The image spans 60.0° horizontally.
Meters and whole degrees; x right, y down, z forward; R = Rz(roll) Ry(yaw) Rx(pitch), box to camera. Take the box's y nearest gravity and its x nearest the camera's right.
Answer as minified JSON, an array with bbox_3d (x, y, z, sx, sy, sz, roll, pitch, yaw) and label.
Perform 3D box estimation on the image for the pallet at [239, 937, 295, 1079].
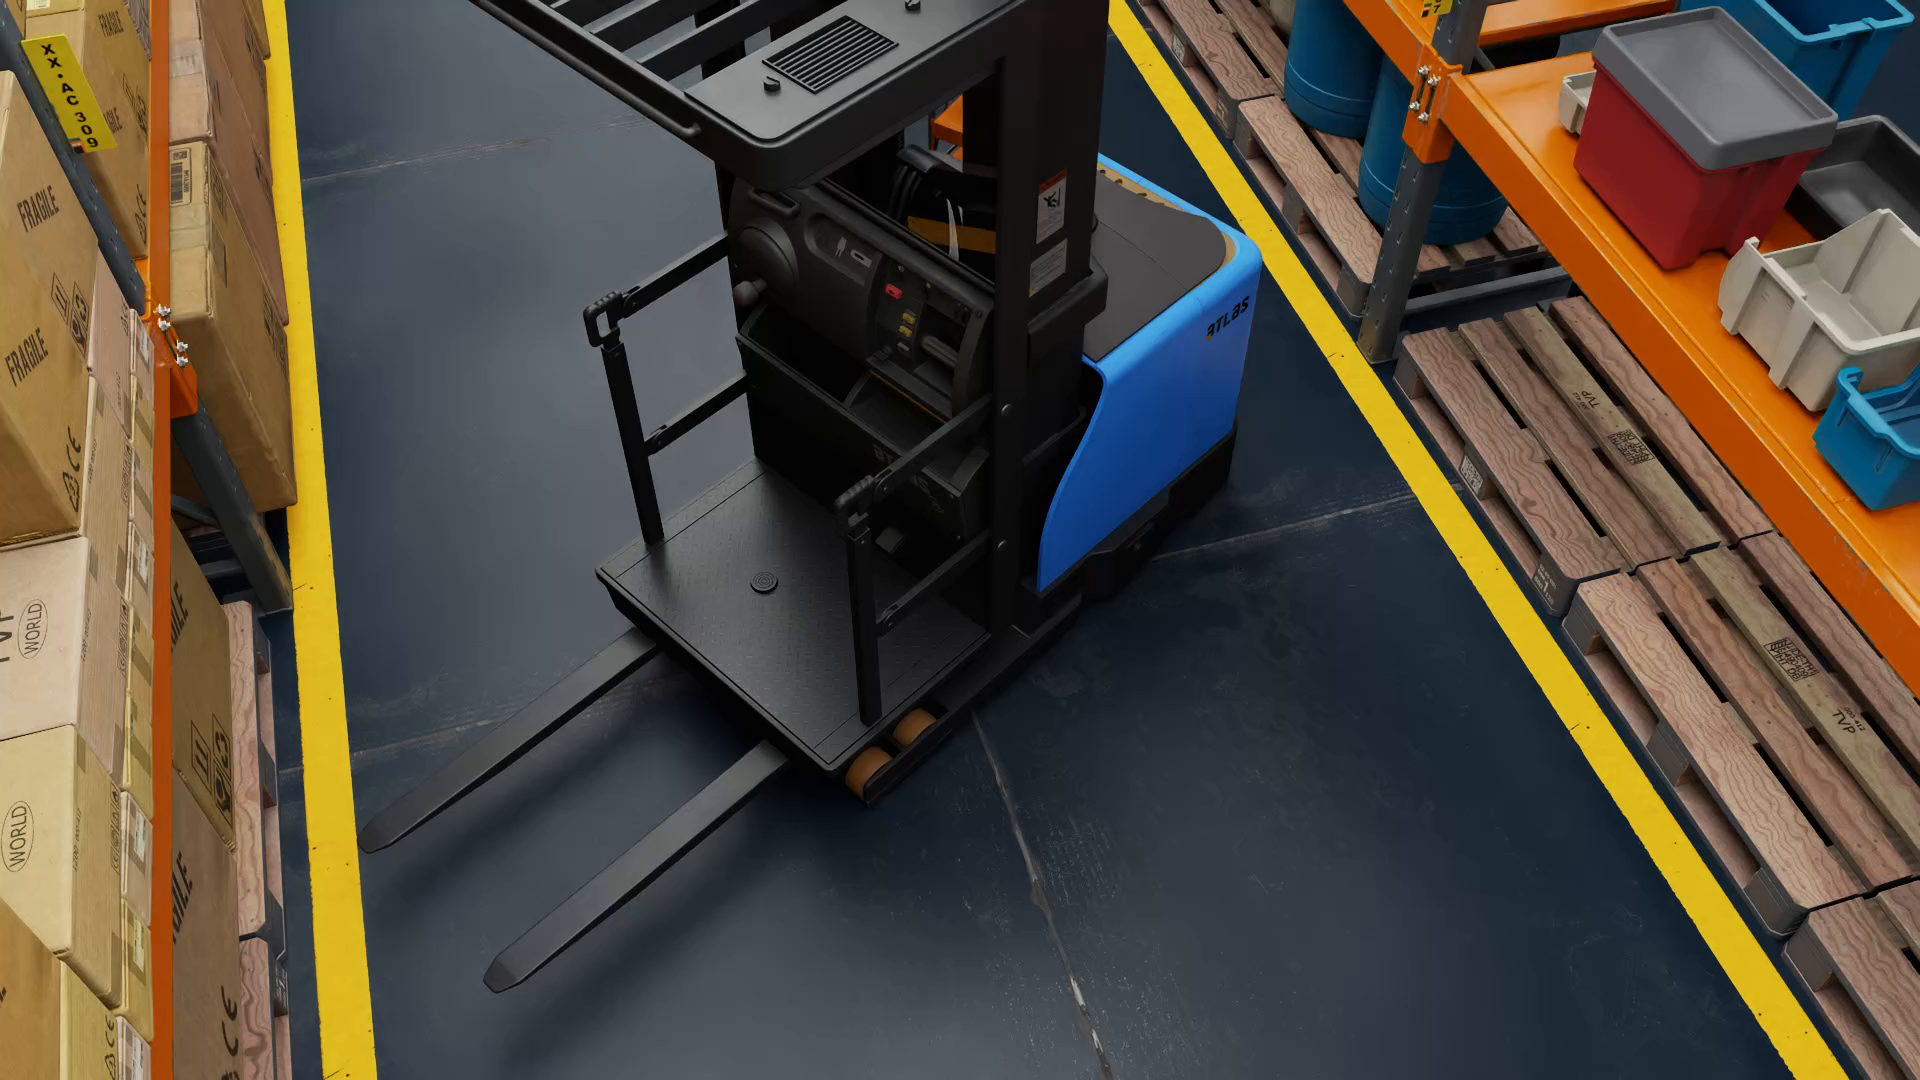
[{"bbox_3d":[-2.204,1.703,4.177,1.003,0.211,1.213,-13,51,-11],"label":"pallet"}]

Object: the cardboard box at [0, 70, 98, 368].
[{"bbox_3d":[-2.327,-0.676,3.771,0.500,0.500,0.500,-12,51,-10],"label":"cardboard box"}]

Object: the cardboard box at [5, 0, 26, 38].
[{"bbox_3d":[-2.915,-1.482,4.316,0.797,0.503,0.637,-15,51,-12],"label":"cardboard box"}]

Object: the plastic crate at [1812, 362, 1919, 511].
[{"bbox_3d":[2.344,-0.268,4.084,0.416,0.233,0.300,-13,51,-11],"label":"plastic crate"}]

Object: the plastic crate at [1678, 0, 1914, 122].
[{"bbox_3d":[2.477,-1.532,5.051,0.392,0.384,0.575,-13,51,-11],"label":"plastic crate"}]

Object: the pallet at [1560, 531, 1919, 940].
[{"bbox_3d":[2.632,0.538,5.158,1.003,0.211,1.213,-13,51,-11],"label":"pallet"}]

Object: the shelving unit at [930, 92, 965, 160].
[{"bbox_3d":[0.168,-1.340,6.095,0.503,1.200,0.258,25,54,20],"label":"shelving unit"}]

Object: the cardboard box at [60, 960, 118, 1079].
[{"bbox_3d":[-1.725,1.055,2.803,0.500,0.250,0.500,-15,51,-12],"label":"cardboard box"}]

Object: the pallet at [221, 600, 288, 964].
[{"bbox_3d":[-2.568,0.810,4.929,1.003,0.211,1.213,-13,51,-11],"label":"pallet"}]

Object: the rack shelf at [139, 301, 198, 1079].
[{"bbox_3d":[-2.127,1.031,3.390,1.077,0.370,4.000,-13,51,-11],"label":"rack shelf"}]

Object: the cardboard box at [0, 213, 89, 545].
[{"bbox_3d":[-2.183,-0.309,3.462,0.500,0.500,0.500,-13,51,-11],"label":"cardboard box"}]

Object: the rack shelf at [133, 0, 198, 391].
[{"bbox_3d":[-3.310,-1.891,5.853,1.077,0.370,4.000,-13,51,-11],"label":"rack shelf"}]

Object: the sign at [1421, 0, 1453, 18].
[{"bbox_3d":[1.487,-1.748,5.081,0.100,0.325,0.005,-13,51,-11],"label":"sign"}]

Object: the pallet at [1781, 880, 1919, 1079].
[{"bbox_3d":[2.989,1.427,4.409,1.003,0.211,1.213,-13,51,-11],"label":"pallet"}]

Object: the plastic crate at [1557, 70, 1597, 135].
[{"bbox_3d":[2.014,-1.344,5.054,0.396,0.136,0.243,-13,51,-11],"label":"plastic crate"}]

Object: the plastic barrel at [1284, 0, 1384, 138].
[{"bbox_3d":[1.659,-2.159,6.706,0.600,0.901,0.708,-13,51,-11],"label":"plastic barrel"}]

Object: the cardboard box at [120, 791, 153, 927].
[{"bbox_3d":[-1.861,0.692,3.369,0.380,0.149,0.250,-13,51,-10],"label":"cardboard box"}]

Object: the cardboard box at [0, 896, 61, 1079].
[{"bbox_3d":[-1.726,0.817,2.513,0.500,0.500,0.500,-15,51,-12],"label":"cardboard box"}]

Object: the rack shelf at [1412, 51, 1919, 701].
[{"bbox_3d":[2.605,-0.089,4.334,1.077,0.370,4.000,-13,51,-11],"label":"rack shelf"}]

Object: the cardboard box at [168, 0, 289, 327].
[{"bbox_3d":[-3.192,-1.228,5.938,1.225,0.875,0.875,-15,51,-12],"label":"cardboard box"}]

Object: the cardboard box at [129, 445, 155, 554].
[{"bbox_3d":[-2.163,-0.057,4.000,0.380,0.149,0.250,-14,51,-12],"label":"cardboard box"}]

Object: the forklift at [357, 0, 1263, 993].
[{"bbox_3d":[-0.432,-0.601,4.340,1.130,2.935,3.031,36,59,27],"label":"forklift"}]

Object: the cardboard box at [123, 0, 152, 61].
[{"bbox_3d":[-2.913,-1.819,5.256,0.500,0.500,0.500,-14,51,-12],"label":"cardboard box"}]

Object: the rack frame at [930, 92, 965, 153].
[{"bbox_3d":[-0.040,-1.438,6.177,0.015,1.200,0.240,25,54,20],"label":"rack frame"}]

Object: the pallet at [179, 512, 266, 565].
[{"bbox_3d":[-3.018,-0.310,5.873,1.003,0.211,1.213,-13,51,-11],"label":"pallet"}]

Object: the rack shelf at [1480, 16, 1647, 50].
[{"bbox_3d":[1.422,-3.057,6.742,0.831,0.071,3.687,-13,51,-11],"label":"rack shelf"}]

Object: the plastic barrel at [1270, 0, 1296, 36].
[{"bbox_3d":[1.578,-2.466,7.220,0.421,0.512,0.421,0,50,0],"label":"plastic barrel"}]

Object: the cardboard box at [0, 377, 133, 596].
[{"bbox_3d":[-2.182,-0.069,3.750,0.500,0.250,0.500,-12,51,-10],"label":"cardboard box"}]

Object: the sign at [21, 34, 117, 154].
[{"bbox_3d":[-2.189,-1.093,4.091,0.100,0.325,0.005,-13,51,-11],"label":"sign"}]

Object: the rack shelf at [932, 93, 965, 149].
[{"bbox_3d":[0.168,-1.441,5.975,0.480,0.148,0.258,25,54,20],"label":"rack shelf"}]

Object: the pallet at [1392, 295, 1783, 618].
[{"bbox_3d":[2.268,-0.355,5.911,1.003,0.211,1.213,-13,51,-11],"label":"pallet"}]

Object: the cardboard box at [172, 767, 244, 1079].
[{"bbox_3d":[-2.333,1.045,4.022,0.875,0.875,0.875,-13,51,-11],"label":"cardboard box"}]

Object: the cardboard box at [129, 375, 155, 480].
[{"bbox_3d":[-2.239,-0.244,4.158,0.380,0.149,0.250,-12,51,-10],"label":"cardboard box"}]

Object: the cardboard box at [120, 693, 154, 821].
[{"bbox_3d":[-1.935,0.506,3.526,0.380,0.149,0.250,-14,51,-12],"label":"cardboard box"}]

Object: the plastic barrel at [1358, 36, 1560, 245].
[{"bbox_3d":[1.869,-1.642,6.270,0.600,0.901,0.708,-13,51,-11],"label":"plastic barrel"}]

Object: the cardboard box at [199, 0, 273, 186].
[{"bbox_3d":[-3.461,-1.872,6.481,1.225,0.875,0.875,-13,51,-11],"label":"cardboard box"}]

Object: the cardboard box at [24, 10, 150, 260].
[{"bbox_3d":[-2.615,-1.087,4.639,0.500,0.500,0.500,-13,51,-11],"label":"cardboard box"}]

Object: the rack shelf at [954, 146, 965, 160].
[{"bbox_3d":[0.168,-1.297,6.146,0.480,0.148,0.258,25,54,20],"label":"rack shelf"}]

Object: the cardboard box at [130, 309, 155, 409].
[{"bbox_3d":[-2.315,-0.432,4.317,0.380,0.149,0.250,-13,51,-11],"label":"cardboard box"}]

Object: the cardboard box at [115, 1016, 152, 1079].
[{"bbox_3d":[-1.708,1.068,3.052,0.380,0.149,0.250,-14,51,-11],"label":"cardboard box"}]

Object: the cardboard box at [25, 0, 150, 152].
[{"bbox_3d":[-2.765,-1.453,4.948,0.500,0.500,0.500,-13,51,-11],"label":"cardboard box"}]

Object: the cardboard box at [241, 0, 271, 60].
[{"bbox_3d":[-3.717,-2.525,7.032,1.225,0.875,0.875,-15,52,-13],"label":"cardboard box"}]

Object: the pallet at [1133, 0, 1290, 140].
[{"bbox_3d":[1.460,-2.349,7.592,1.003,0.211,1.213,-13,51,-11],"label":"pallet"}]

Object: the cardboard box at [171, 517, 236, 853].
[{"bbox_3d":[-2.600,0.388,4.576,0.875,0.875,0.875,-13,51,-11],"label":"cardboard box"}]

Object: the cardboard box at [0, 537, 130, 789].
[{"bbox_3d":[-2.031,0.304,3.435,0.500,0.250,0.500,-12,51,-10],"label":"cardboard box"}]

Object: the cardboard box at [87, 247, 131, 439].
[{"bbox_3d":[-2.337,-0.446,4.068,0.500,0.250,0.500,-14,51,-12],"label":"cardboard box"}]

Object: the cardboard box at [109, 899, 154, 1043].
[{"bbox_3d":[-1.781,0.884,3.207,0.380,0.149,0.250,-14,51,-12],"label":"cardboard box"}]

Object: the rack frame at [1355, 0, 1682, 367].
[{"bbox_3d":[2.013,-1.782,5.290,1.000,3.000,0.127,-13,51,-11],"label":"rack frame"}]

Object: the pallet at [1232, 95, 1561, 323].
[{"bbox_3d":[1.825,-1.456,6.839,1.003,0.211,1.213,-13,51,-11],"label":"pallet"}]

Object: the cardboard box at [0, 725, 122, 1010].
[{"bbox_3d":[-1.884,0.675,3.123,0.500,0.250,0.500,-14,51,-12],"label":"cardboard box"}]

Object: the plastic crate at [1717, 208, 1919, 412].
[{"bbox_3d":[2.289,-0.606,4.337,0.437,0.282,0.530,-13,51,-11],"label":"plastic crate"}]

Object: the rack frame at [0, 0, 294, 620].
[{"bbox_3d":[-2.718,-0.662,4.346,1.000,3.000,0.127,-13,51,-11],"label":"rack frame"}]

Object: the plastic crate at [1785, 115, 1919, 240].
[{"bbox_3d":[2.601,-0.956,4.734,0.437,0.125,0.590,-13,51,-11],"label":"plastic crate"}]
